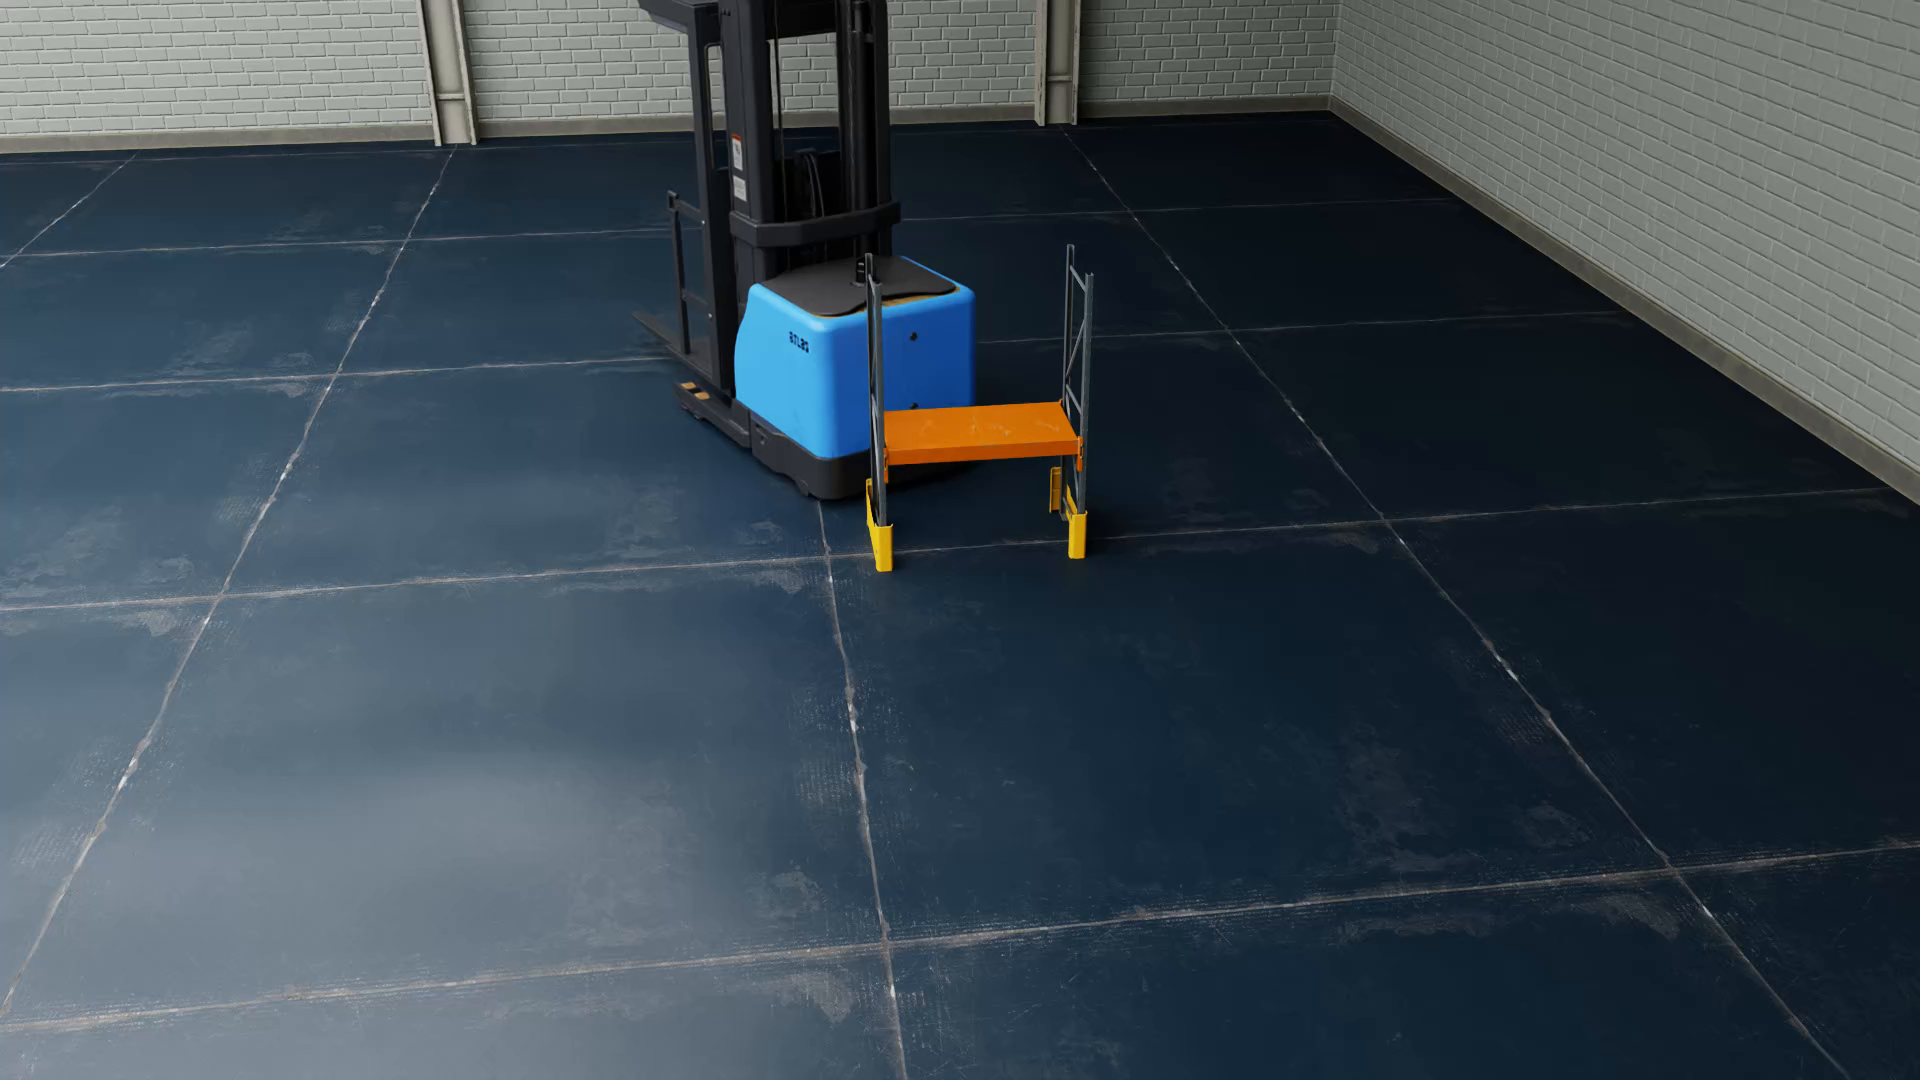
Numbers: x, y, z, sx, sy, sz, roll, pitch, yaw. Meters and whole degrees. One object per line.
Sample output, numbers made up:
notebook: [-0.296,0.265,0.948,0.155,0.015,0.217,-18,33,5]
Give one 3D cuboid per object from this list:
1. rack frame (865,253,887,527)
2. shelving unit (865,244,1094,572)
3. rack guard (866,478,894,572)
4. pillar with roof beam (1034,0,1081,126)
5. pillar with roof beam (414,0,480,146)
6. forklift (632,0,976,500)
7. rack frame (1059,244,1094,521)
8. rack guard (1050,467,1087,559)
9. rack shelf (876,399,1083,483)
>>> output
rack frame: [-0.419,-0.640,8.355,0.032,1.500,0.500,-4,27,-7]
shelving unit: [0.076,-0.672,8.417,1.083,1.500,0.587,-4,27,-7]
rack guard: [-0.418,-0.084,8.641,0.087,0.250,0.587,-4,27,-7]
pillar with roof beam: [1.587,-6.375,11.317,0.400,9.000,9.100,-4,27,-7]
pillar with roof beam: [-4.354,-5.993,10.573,0.400,9.000,9.100,-4,27,-7]
forklift: [-1.120,-2.149,9.729,1.130,2.935,3.031,-17,31,-29]
rack frame: [0.588,-0.705,8.481,0.032,1.500,0.500,-4,27,-7]
rack guard: [0.569,-0.148,8.764,0.087,0.250,0.587,-4,27,-7]
rack shelf: [0.084,-0.513,8.500,1.000,0.185,0.538,-4,27,-7]
